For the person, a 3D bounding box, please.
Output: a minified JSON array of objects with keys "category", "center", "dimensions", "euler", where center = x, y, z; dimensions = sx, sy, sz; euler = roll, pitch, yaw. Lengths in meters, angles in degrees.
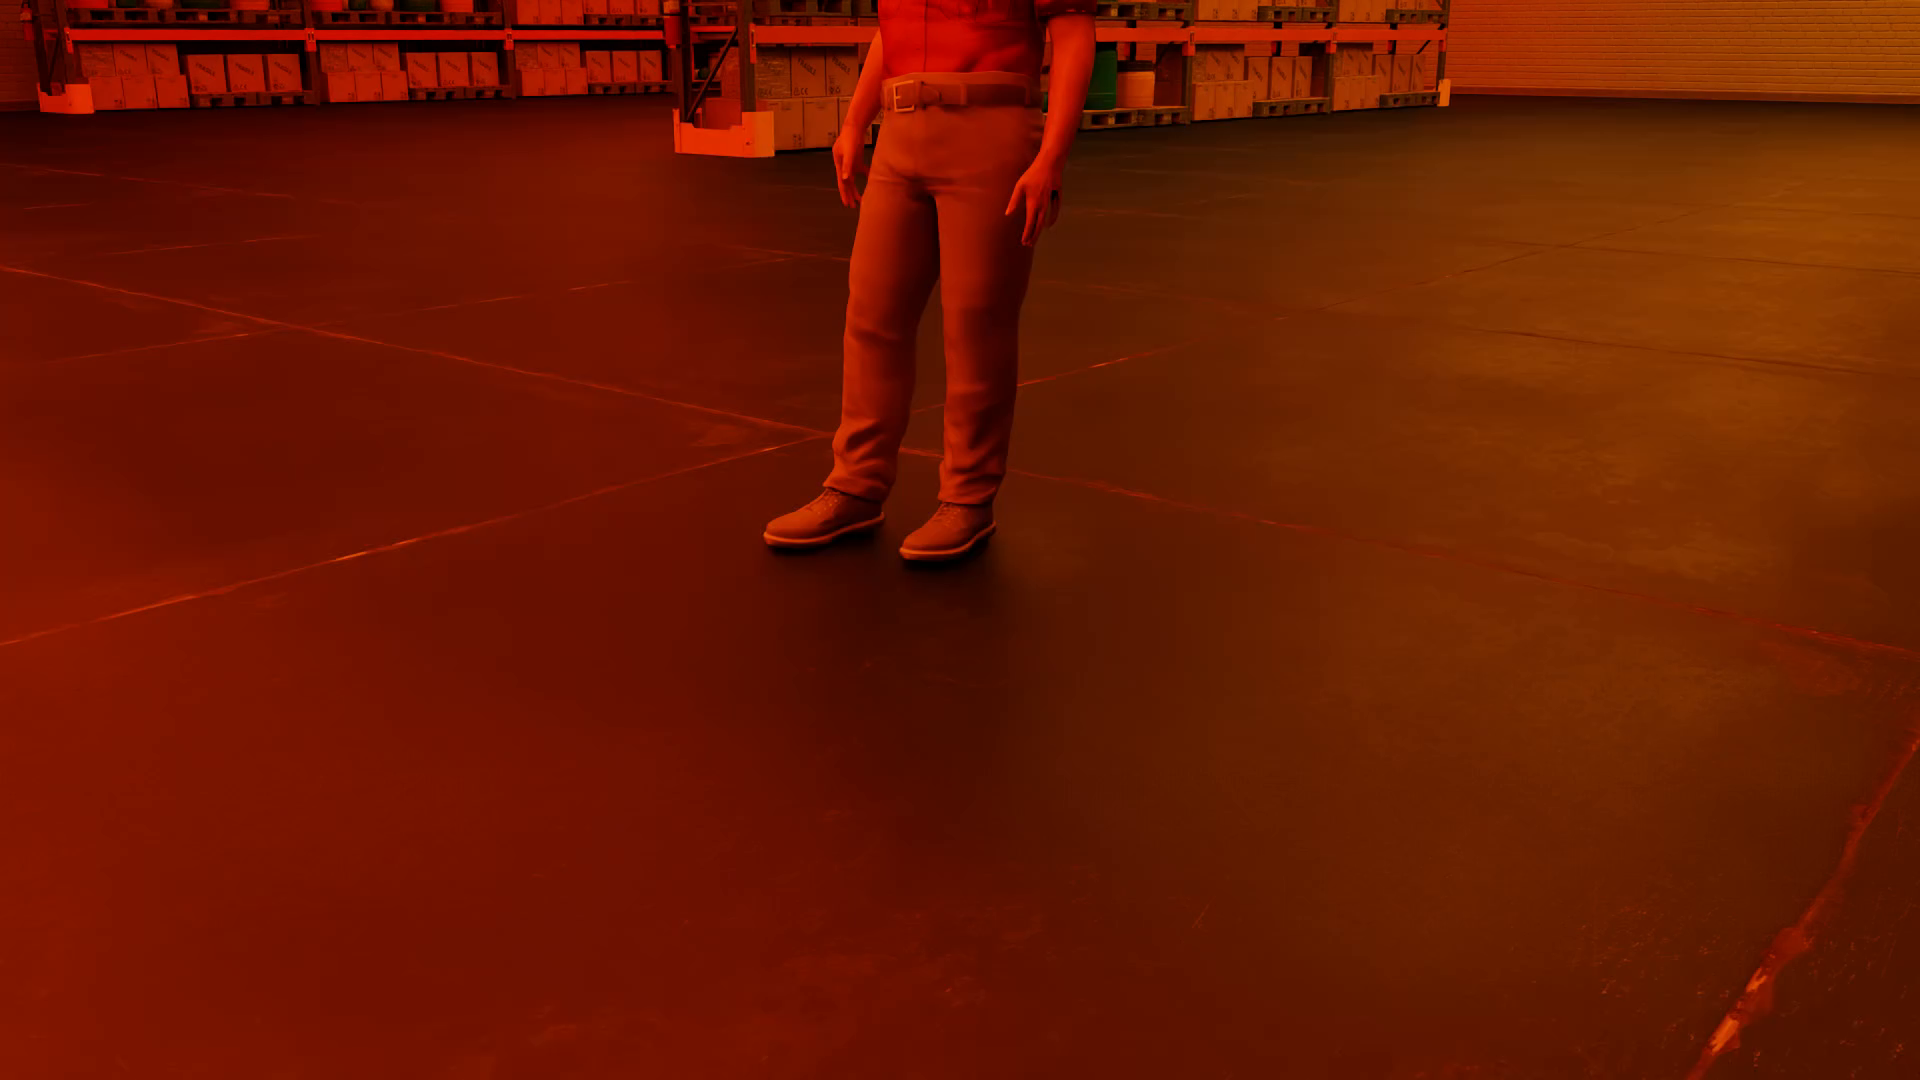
[{"category":"person","center":[-0.066,-0.816,3.630],"dimensions":[0.640,1.727,0.551],"euler":[13,21,37]}]
